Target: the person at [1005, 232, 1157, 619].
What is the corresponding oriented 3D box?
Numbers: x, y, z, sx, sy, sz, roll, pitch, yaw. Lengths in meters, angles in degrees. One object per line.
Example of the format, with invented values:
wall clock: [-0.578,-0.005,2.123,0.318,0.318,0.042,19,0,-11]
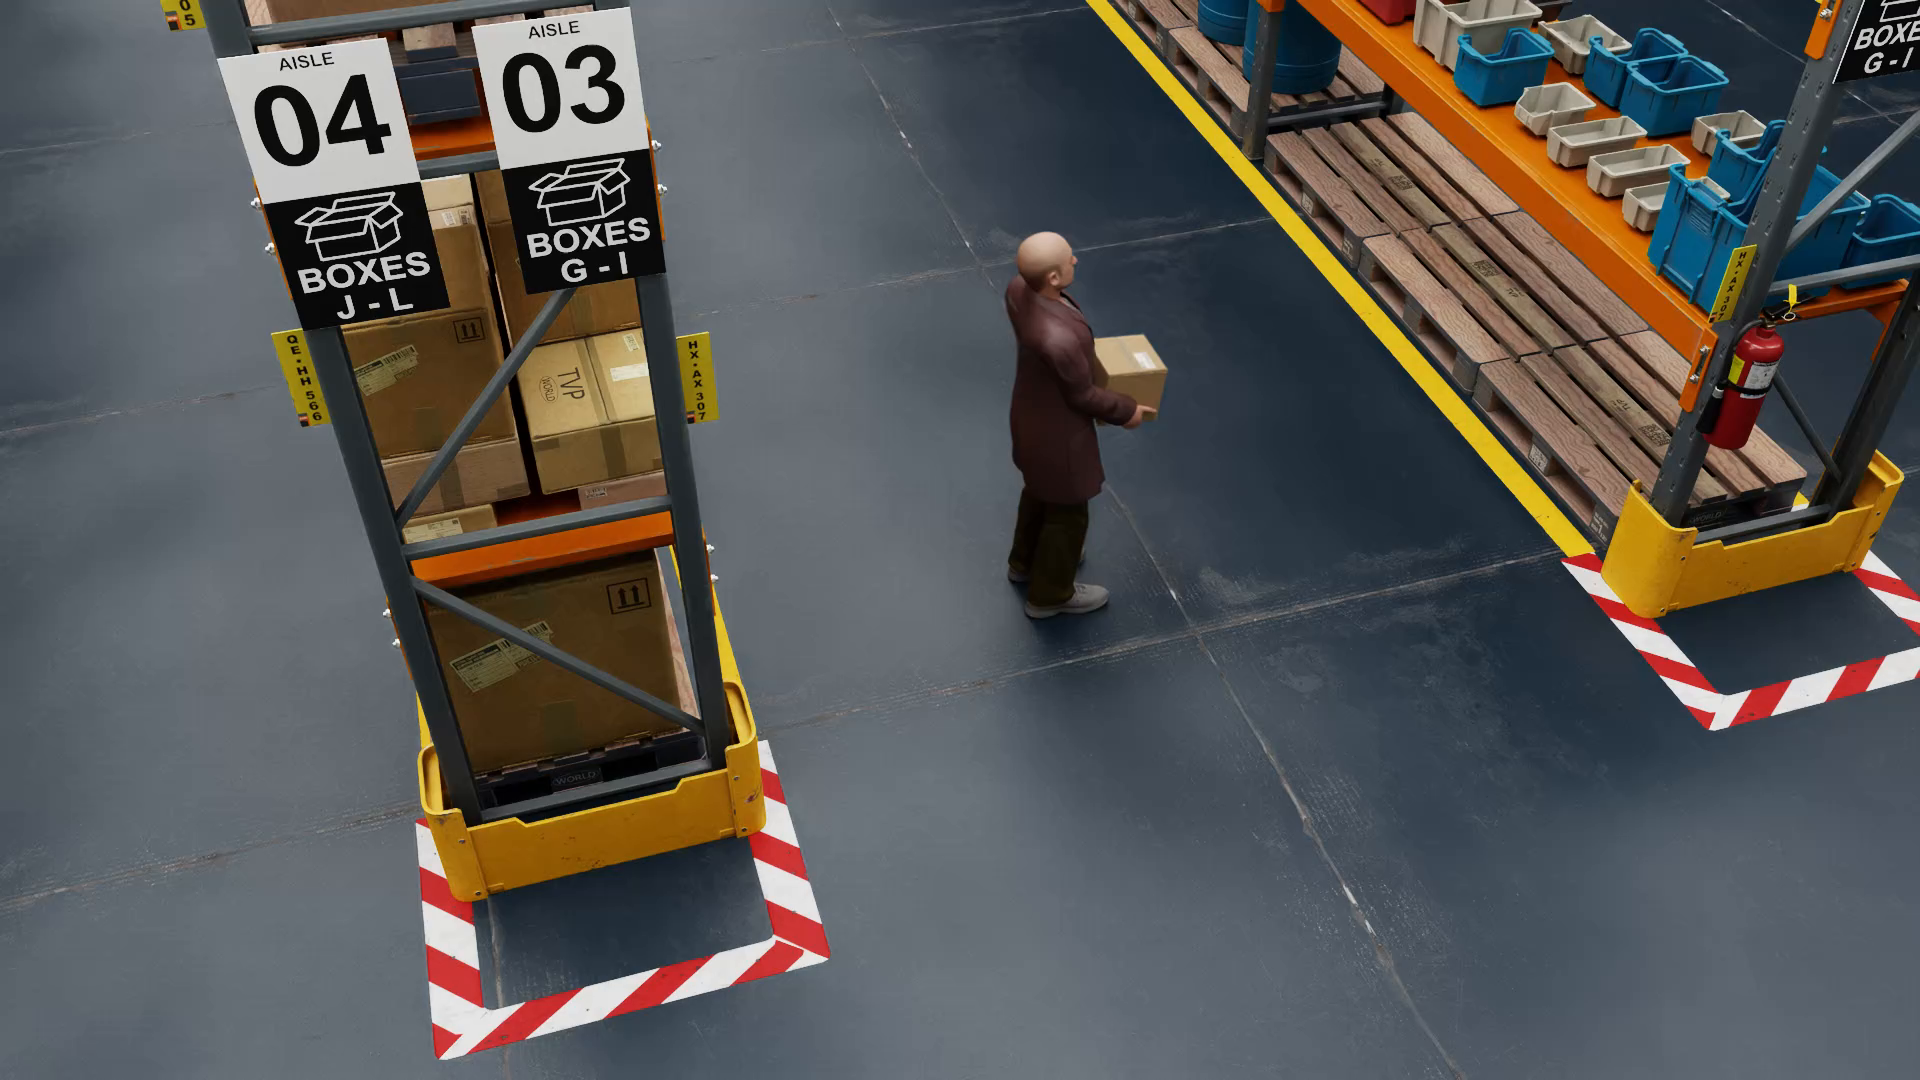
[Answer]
person: [0.473,-0.476,6.705,0.554,1.774,0.533,-12,43,-13]
